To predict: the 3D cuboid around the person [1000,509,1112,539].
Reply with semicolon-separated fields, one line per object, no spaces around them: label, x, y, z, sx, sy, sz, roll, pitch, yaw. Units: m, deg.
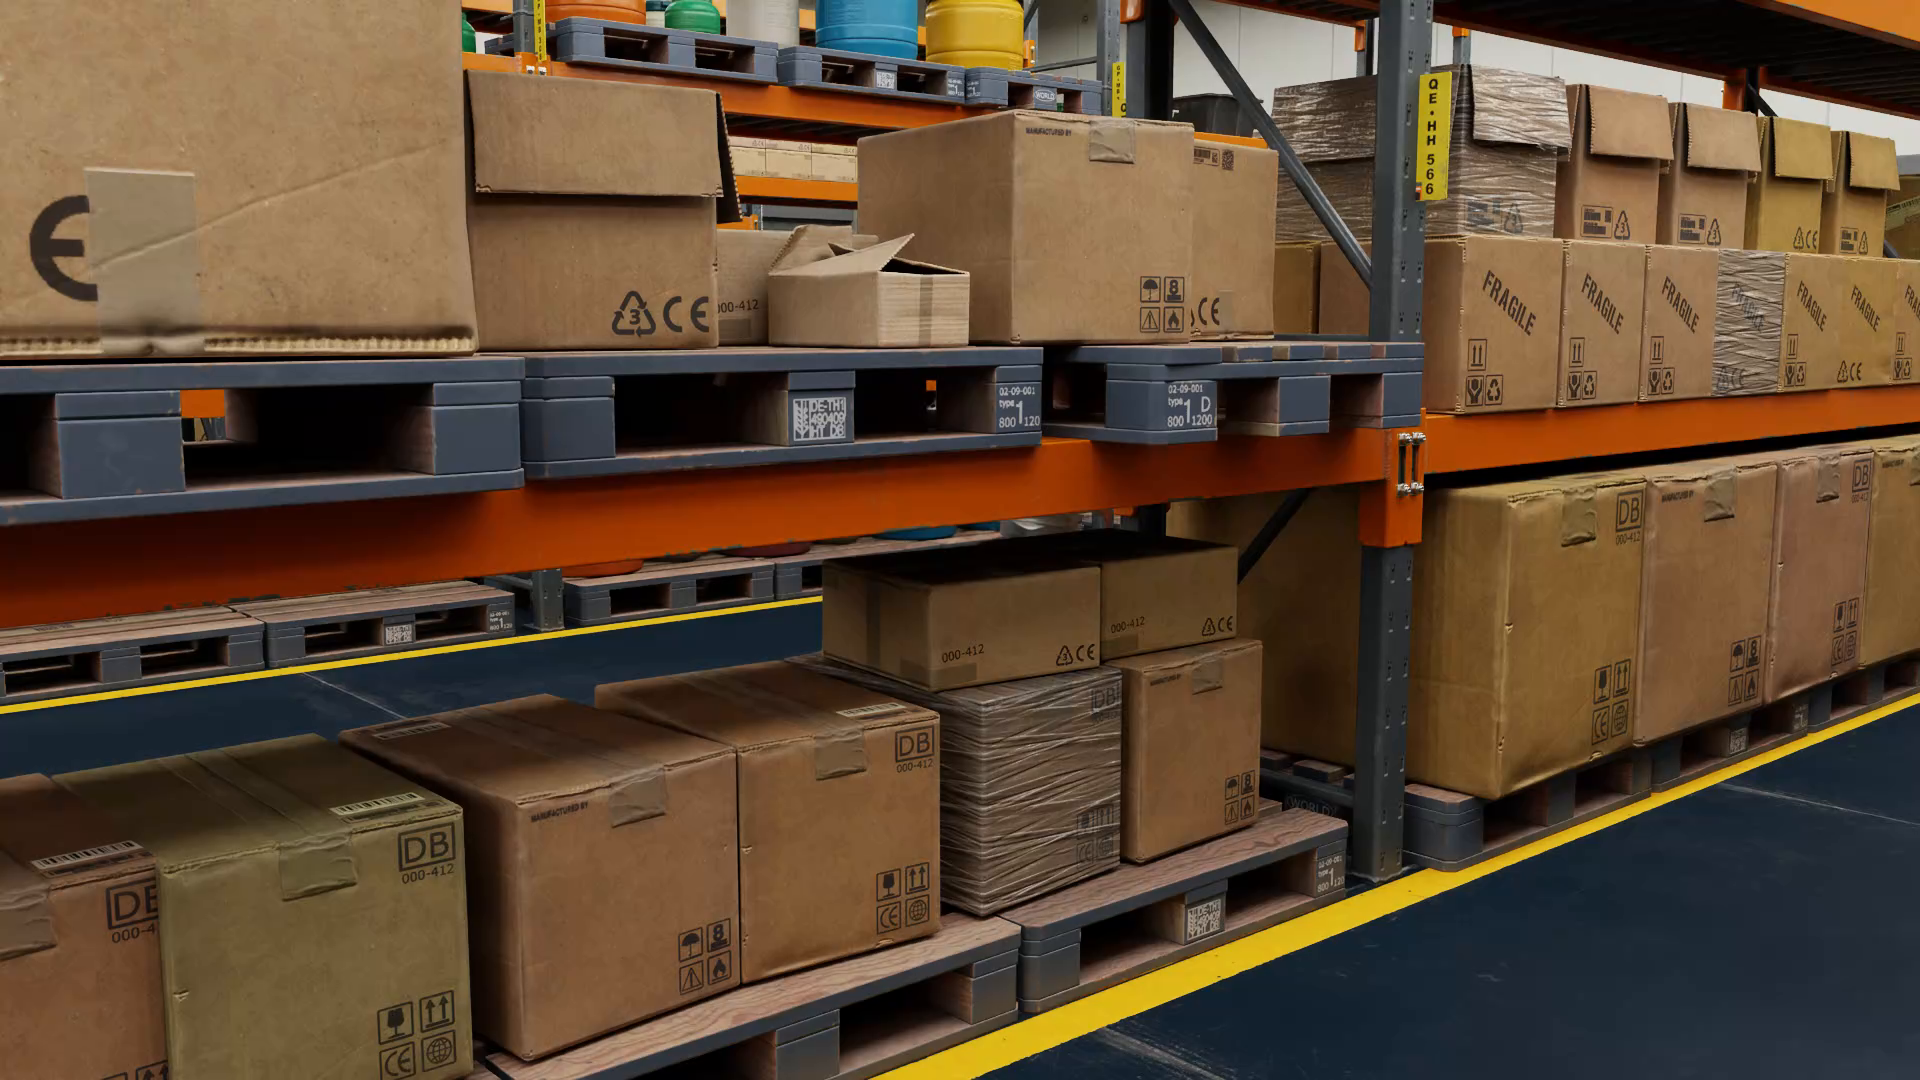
person;0.331;-0.077;6.586;0.567;1.567;0.491;6;9;36
